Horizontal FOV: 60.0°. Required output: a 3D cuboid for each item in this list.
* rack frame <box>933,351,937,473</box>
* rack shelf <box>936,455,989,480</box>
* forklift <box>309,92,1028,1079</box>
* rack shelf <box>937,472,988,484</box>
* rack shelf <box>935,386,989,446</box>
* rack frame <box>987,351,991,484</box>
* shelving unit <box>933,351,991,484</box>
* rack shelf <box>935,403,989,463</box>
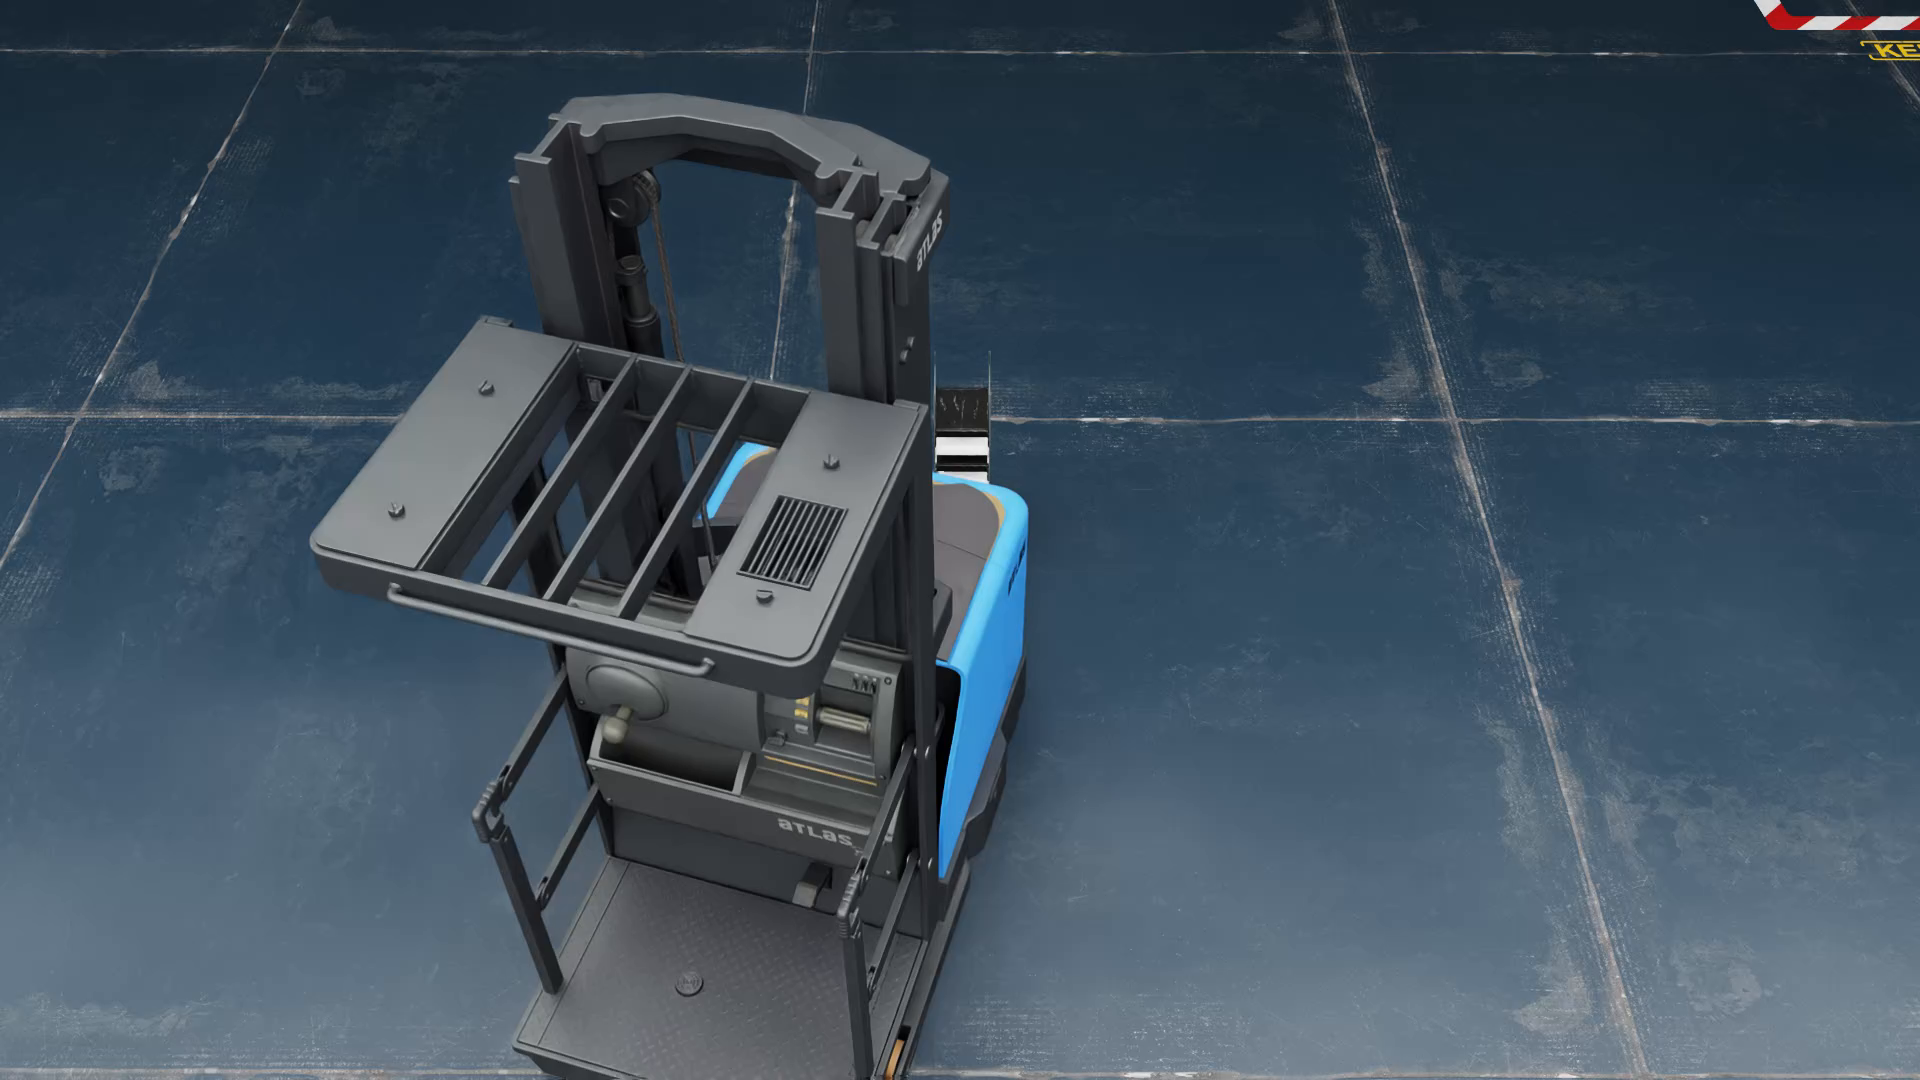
[{"bbox_3d":[-0.094,-0.307,6.421,0.006,0.900,0.240,0,47,0],"label":"rack frame"},{"bbox_3d":[0.008,-0.345,6.379,0.200,0.077,0.258,0,47,0],"label":"rack shelf"},{"bbox_3d":[-0.673,0.507,4.276,1.130,2.935,3.031,12,48,11],"label":"forklift"},{"bbox_3d":[0.008,-0.284,6.445,0.200,0.077,0.258,0,47,0],"label":"rack shelf"},{"bbox_3d":[0.008,-0.468,6.247,0.200,0.077,0.258,0,47,0],"label":"rack shelf"},{"bbox_3d":[0.110,-0.306,6.420,0.006,0.900,0.240,0,47,0],"label":"rack frame"},{"bbox_3d":[0.008,-0.307,6.421,0.210,0.900,0.258,0,47,0],"label":"shelving unit"},{"bbox_3d":[0.008,-0.406,6.313,0.200,0.077,0.258,0,47,0],"label":"rack shelf"}]
